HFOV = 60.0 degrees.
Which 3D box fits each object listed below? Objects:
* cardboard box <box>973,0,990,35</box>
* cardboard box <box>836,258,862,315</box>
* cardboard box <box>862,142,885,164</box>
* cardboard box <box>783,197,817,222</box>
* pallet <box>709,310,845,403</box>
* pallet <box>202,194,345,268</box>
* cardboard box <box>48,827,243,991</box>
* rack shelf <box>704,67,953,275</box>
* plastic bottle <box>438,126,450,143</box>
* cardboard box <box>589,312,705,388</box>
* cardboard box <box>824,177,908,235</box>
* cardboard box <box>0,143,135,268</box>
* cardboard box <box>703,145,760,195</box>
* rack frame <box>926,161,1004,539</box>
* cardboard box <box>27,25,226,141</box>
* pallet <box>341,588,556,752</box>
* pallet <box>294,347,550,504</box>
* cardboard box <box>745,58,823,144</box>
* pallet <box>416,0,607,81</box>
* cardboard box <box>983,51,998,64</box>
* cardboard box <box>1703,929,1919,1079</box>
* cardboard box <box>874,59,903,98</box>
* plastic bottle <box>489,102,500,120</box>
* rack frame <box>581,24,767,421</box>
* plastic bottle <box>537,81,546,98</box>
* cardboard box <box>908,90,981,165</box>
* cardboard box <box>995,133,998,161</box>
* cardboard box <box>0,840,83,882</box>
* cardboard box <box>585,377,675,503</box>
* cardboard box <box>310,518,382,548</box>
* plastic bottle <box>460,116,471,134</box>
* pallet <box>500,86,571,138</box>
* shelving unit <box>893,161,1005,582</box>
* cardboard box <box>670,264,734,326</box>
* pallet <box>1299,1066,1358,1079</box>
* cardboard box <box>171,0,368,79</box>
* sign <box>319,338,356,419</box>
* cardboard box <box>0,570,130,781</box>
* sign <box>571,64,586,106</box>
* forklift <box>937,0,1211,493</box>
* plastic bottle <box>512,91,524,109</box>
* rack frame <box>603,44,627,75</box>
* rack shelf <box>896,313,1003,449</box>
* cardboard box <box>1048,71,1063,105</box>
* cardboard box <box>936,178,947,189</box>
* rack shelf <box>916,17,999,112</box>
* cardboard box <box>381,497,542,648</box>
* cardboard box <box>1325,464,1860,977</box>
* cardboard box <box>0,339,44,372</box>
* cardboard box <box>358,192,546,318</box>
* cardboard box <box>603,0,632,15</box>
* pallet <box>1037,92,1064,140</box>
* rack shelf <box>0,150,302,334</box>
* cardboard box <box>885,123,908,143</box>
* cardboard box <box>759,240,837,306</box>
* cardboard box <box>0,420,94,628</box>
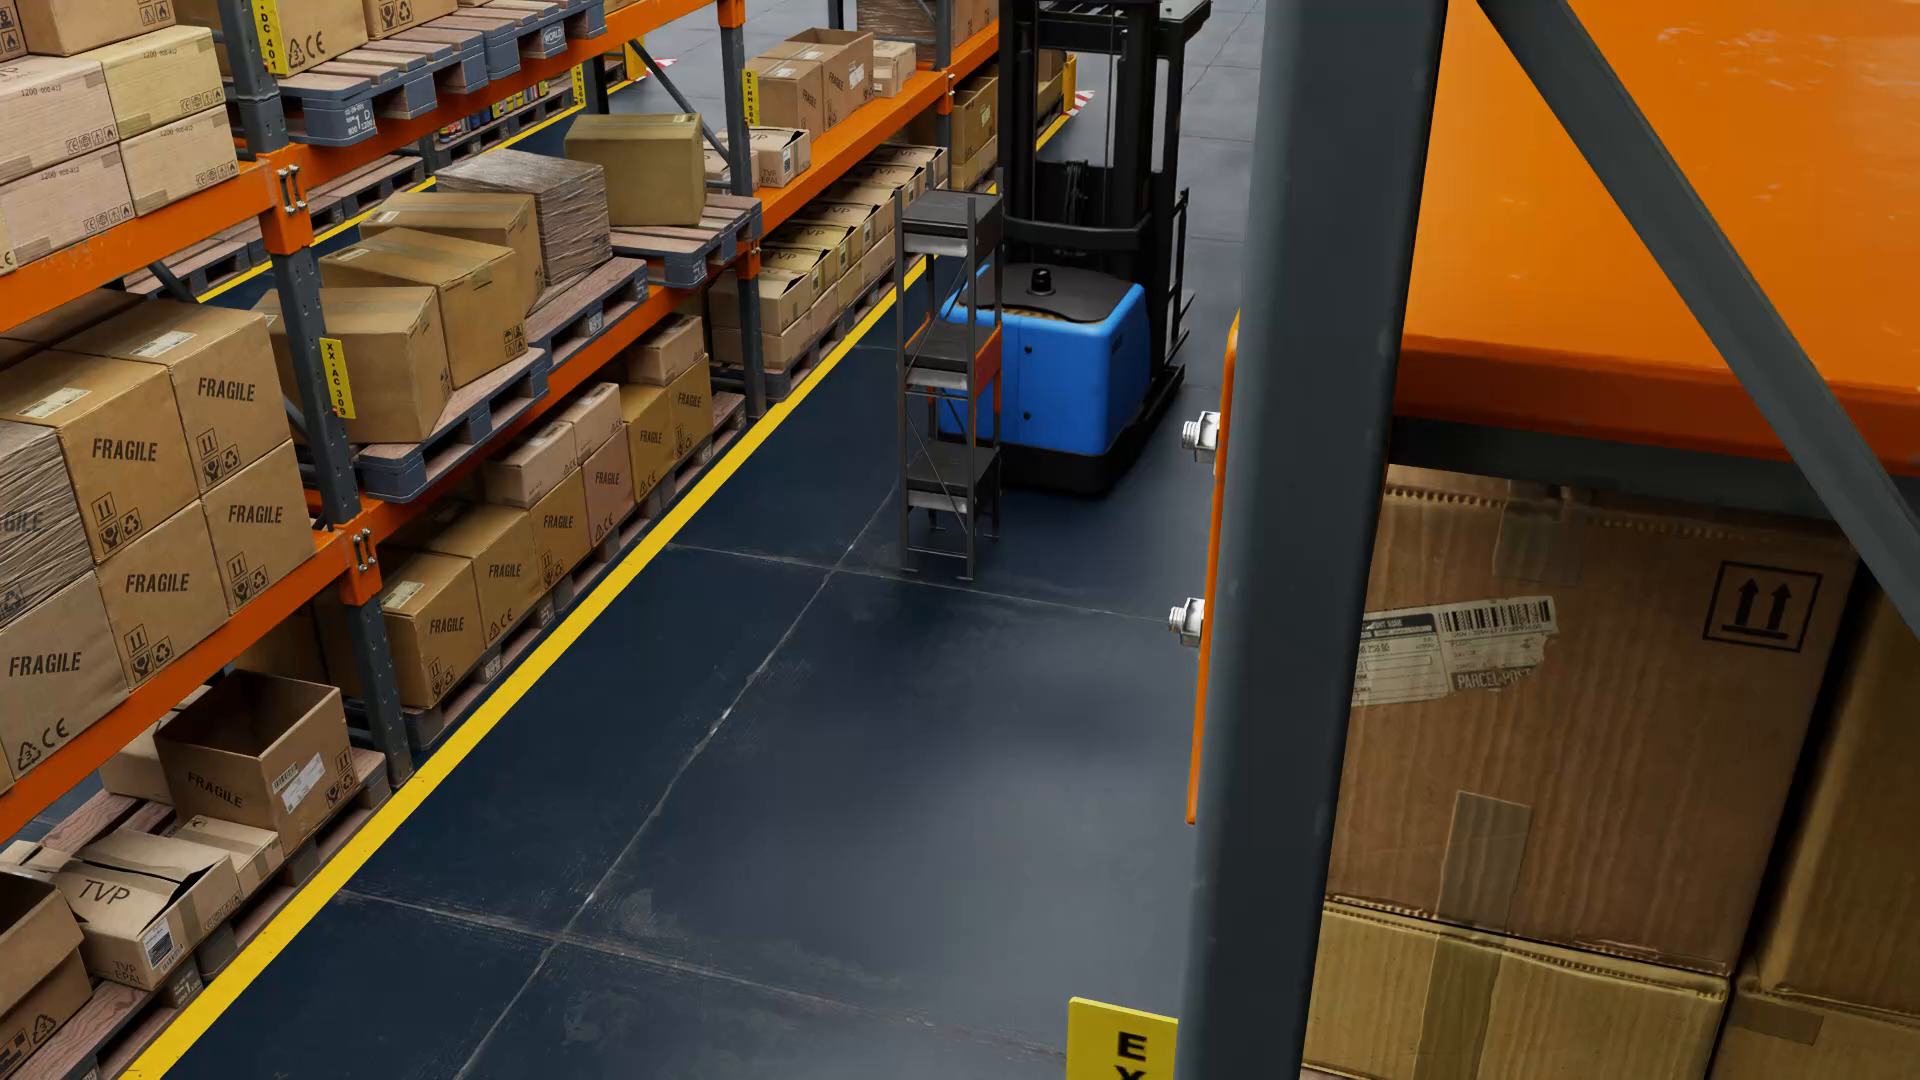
[{"bbox_3d":[-0.143,-4.762,14.622,0.700,0.500,0.500,9,30,16],"label":"cardboard box"},{"bbox_3d":[-1.013,-1.833,11.857,0.500,0.250,0.500,8,30,14],"label":"cardboard box"},{"bbox_3d":[-0.927,-3.103,13.562,0.500,0.311,0.500,9,30,15],"label":"cardboard box"},{"bbox_3d":[-1.377,-2.389,12.278,0.500,0.311,0.500,9,30,16],"label":"cardboard box"},{"bbox_3d":[-1.462,-1.332,11.428,1.003,0.211,1.213,8,30,15],"label":"pallet"},{"bbox_3d":[-5.851,-2.583,13.677,1.003,0.211,1.213,8,30,15],"label":"pallet"},{"bbox_3d":[-3.032,1.322,6.102,0.500,0.311,0.500,8,30,15],"label":"cardboard box"},{"bbox_3d":[-1.154,-2.789,11.918,1.077,0.370,4.000,8,30,15],"label":"rack shelf"},{"bbox_3d":[-4.789,-3.827,15.398,0.097,0.271,0.097,0,29,0],"label":"plastic bottle"},{"bbox_3d":[-1.804,-1.107,9.501,0.500,0.250,0.500,10,31,17],"label":"cardboard box"},{"bbox_3d":[-0.707,-2.556,12.579,0.500,0.311,0.500,8,30,15],"label":"cardboard box"},{"bbox_3d":[-2.961,-1.065,5.148,0.500,0.250,0.500,8,30,15],"label":"cardboard box"},{"bbox_3d":[-1.593,-2.298,10.387,0.500,0.311,0.500,10,31,18],"label":"cardboard box"},{"bbox_3d":[0.023,-0.954,8.805,0.400,2.100,0.015,8,30,15],"label":"rack frame"},{"bbox_3d":[-2.799,-1.514,5.440,0.500,0.250,0.500,8,30,15],"label":"cardboard box"},{"bbox_3d":[-2.713,0.520,8.098,1.003,0.211,1.213,8,30,15],"label":"pallet"},{"bbox_3d":[-2.576,-0.587,7.417,1.003,0.211,1.213,8,30,15],"label":"pallet"},{"bbox_3d":[-1.264,-3.000,11.454,0.500,0.500,0.500,7,30,12],"label":"cardboard box"},{"bbox_3d":[-2.355,-2.319,7.441,1.213,0.211,1.003,8,30,15],"label":"pallet"},{"bbox_3d":[0.306,-4.211,15.359,0.500,0.500,0.500,8,30,15],"label":"cardboard box"},{"bbox_3d":[1.096,0.472,1.849,0.500,0.250,0.500,10,31,17],"label":"cardboard box"},{"bbox_3d":[-0.650,-3.539,12.665,0.396,0.266,0.258,8,30,14],"label":"cardboard box"},{"bbox_3d":[-4.524,-4.221,16.094,0.061,0.283,0.133,10,31,17],"label":"plastic bottle"},{"bbox_3d":[-1.741,-2.174,10.072,1.000,3.000,0.127,8,30,15],"label":"rack frame"},{"bbox_3d":[-4.264,-4.632,16.833,0.061,0.283,0.133,9,30,16],"label":"plastic bottle"},{"bbox_3d":[-0.132,-3.513,14.105,0.500,0.500,0.500,8,30,15],"label":"cardboard box"},{"bbox_3d":[0.162,-3.650,15.122,0.500,0.250,0.500,8,30,15],"label":"cardboard box"},{"bbox_3d":[-3.490,1.299,6.292,0.380,0.166,0.250,8,30,15],"label":"cardboard box"},{"bbox_3d":[-1.944,-0.565,9.299,0.500,0.500,0.500,7,30,13],"label":"cardboard box"},{"bbox_3d":[-2.891,0.086,8.128,0.500,0.500,0.500,9,30,15],"label":"cardboard box"},{"bbox_3d":[-4.720,-3.983,15.674,0.152,0.276,0.135,10,30,17],"label":"plastic bottle"},{"bbox_3d":[-4.708,-4.398,16.938,1.003,0.211,1.213,8,30,15],"label":"pallet"},{"bbox_3d":[-0.049,-0.841,8.601,0.431,2.100,0.503,8,30,15],"label":"shelving unit"},{"bbox_3d":[-1.823,-1.679,11.003,0.500,0.311,0.500,9,30,16],"label":"cardboard box"},{"bbox_3d":[0.855,0.631,2.036,1.003,0.211,1.213,8,30,15],"label":"pallet"},{"bbox_3d":[-2.697,-2.120,6.253,0.600,0.600,0.600,6,30,10],"label":"cardboard box"},{"bbox_3d":[-2.394,-0.619,6.387,0.100,0.325,0.005,8,30,15],"label":"sign"},{"bbox_3d":[-3.115,0.389,5.362,0.500,0.500,0.500,9,30,16],"label":"cardboard box"},{"bbox_3d":[-2.273,-2.758,9.930,0.100,0.325,0.005,8,30,15],"label":"sign"},{"bbox_3d":[0.852,-2.252,10.283,1.130,2.935,3.031,10,31,18],"label":"forklift"},{"bbox_3d":[-4.433,-4.464,16.461,0.144,0.351,0.185,10,31,17],"label":"plastic bottle"},{"bbox_3d":[-4.127,-6.600,18.029,1.000,3.000,0.127,8,30,15],"label":"rack frame"},{"bbox_3d":[-0.049,-0.829,8.608,0.431,0.518,0.480,8,30,15],"label":"rack shelf"},{"bbox_3d":[0.732,-4.582,16.798,0.500,0.250,0.500,8,30,15],"label":"cardboard box"},{"bbox_3d":[-0.412,-2.781,13.559,0.500,0.250,0.500,8,30,14],"label":"cardboard box"},{"bbox_3d":[0.020,-4.648,15.259,1.077,0.370,4.000,8,30,15],"label":"rack shelf"},{"bbox_3d":[-2.395,0.146,8.021,0.500,0.500,0.500,9,30,16],"label":"cardboard box"},{"bbox_3d":[0.601,0.070,1.802,0.500,0.500,0.500,8,30,15],"label":"cardboard box"},{"bbox_3d":[-3.474,-0.377,5.711,0.500,0.500,0.500,8,30,13],"label":"cardboard box"},{"bbox_3d":[-2.456,-1.372,8.096,0.700,0.500,0.500,1,29,2],"label":"cardboard box"},{"bbox_3d":[-2.139,-2.842,8.085,0.910,0.500,0.500,8,30,15],"label":"cardboard box"},{"bbox_3d":[0.422,-4.312,16.784,1.003,0.211,1.213,8,30,15],"label":"pallet"},{"bbox_3d":[-3.502,-0.382,4.506,1.077,0.370,4.000,8,30,15],"label":"rack shelf"},{"bbox_3d":[-0.482,-3.820,14.656,0.500,0.500,0.500,8,30,15],"label":"cardboard box"},{"bbox_3d":[-1.161,-1.848,11.305,0.500,0.311,0.500,8,30,14],"label":"cardboard box"},{"bbox_3d":[-3.112,-0.051,5.125,0.500,0.500,0.500,9,30,15],"label":"cardboard box"}]
